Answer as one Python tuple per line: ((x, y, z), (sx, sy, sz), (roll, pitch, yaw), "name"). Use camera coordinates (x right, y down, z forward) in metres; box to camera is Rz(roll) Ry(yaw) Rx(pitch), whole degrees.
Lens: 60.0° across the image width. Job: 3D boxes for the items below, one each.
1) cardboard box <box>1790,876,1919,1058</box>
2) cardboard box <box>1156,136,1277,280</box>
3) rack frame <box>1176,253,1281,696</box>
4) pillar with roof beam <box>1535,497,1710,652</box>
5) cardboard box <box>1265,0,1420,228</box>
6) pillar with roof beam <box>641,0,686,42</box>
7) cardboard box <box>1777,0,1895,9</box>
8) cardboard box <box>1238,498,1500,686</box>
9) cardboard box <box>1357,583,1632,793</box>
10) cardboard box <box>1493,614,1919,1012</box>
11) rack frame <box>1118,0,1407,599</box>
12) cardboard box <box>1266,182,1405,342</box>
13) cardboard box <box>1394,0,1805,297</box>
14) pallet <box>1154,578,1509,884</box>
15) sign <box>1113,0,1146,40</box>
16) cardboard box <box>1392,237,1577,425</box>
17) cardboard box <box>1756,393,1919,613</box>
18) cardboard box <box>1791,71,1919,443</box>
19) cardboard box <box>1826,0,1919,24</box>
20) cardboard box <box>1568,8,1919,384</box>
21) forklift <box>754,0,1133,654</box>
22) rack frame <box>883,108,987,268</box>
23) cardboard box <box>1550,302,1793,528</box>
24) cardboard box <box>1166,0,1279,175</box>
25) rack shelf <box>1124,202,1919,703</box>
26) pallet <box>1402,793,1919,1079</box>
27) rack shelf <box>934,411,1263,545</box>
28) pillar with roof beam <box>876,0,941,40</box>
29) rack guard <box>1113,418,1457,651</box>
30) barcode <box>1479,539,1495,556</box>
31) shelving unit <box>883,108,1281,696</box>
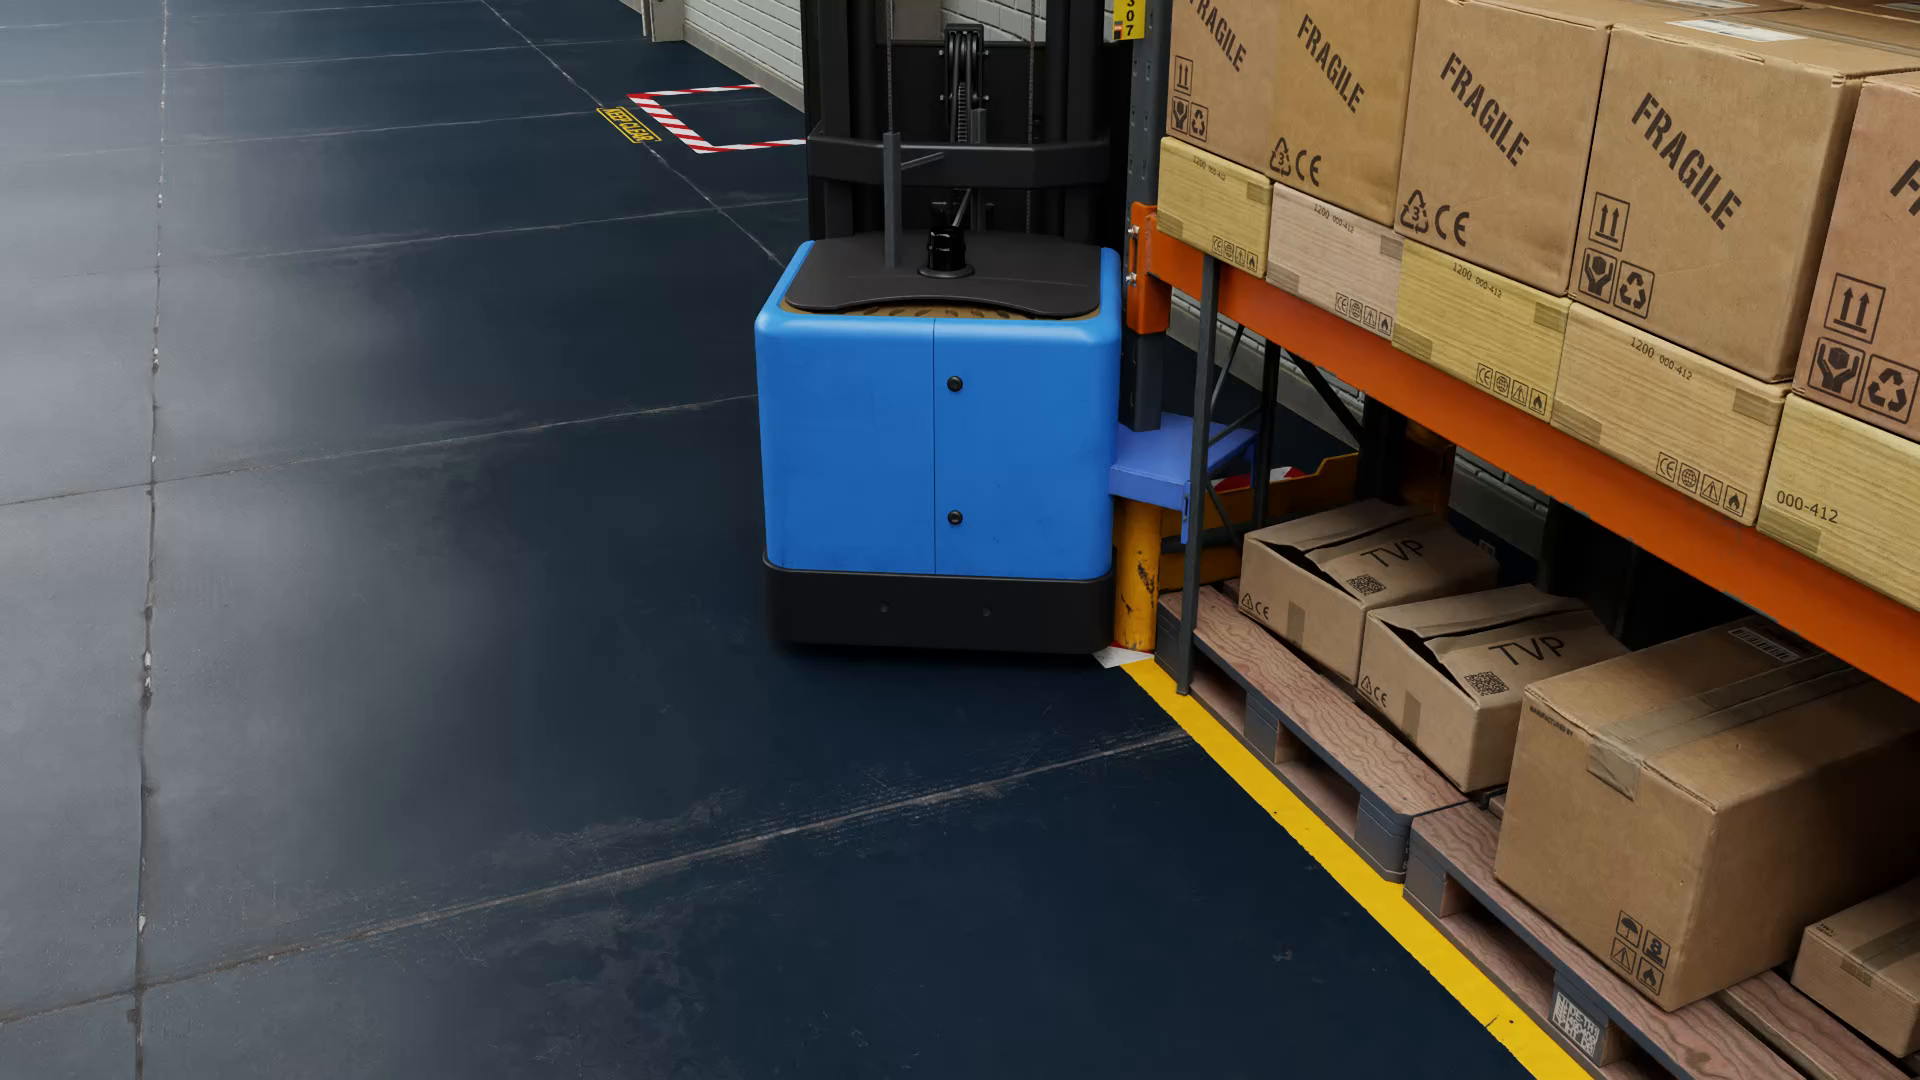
((1.914, 0.849, 3.341), (0.380, 0.149, 0.250), (-13, 29, -25), "cardboard box")
((0.855, -0.891, 4.303), (0.500, 0.250, 0.500), (-11, 28, -22), "cardboard box")
((0.779, -0.321, 4.702), (0.032, 1.500, 0.500), (15, 28, 30), "rack frame")
((-1.935, -3.023, 1.684), (9.100, 9.000, 0.400), (-11, 28, -21), "pillar with roof beam")
((1.051, -1.033, 3.741), (0.500, 0.500, 0.500), (-10, 28, -20), "cardboard box")
((-6.635, -7.867, 11.606), (9.100, 9.000, 0.400), (-11, 28, -21), "pillar with roof beam")
((1.731, -0.912, 3.493), (0.500, 0.500, 0.500), (-11, 28, -22), "cardboard box")
((1.144, 0.105, 4.680), (0.500, 0.311, 0.500), (-14, 29, -26), "cardboard box")
((1.367, 0.335, 4.208), (0.500, 0.311, 0.500), (-8, 27, -16), "cardboard box")
((1.609, 0.555, 3.543), (0.700, 0.500, 0.500), (-12, 29, -24), "cardboard box")
((0.956, -1.200, 4.790), (1.000, 3.000, 0.127), (-11, 28, -21), "rack frame")
((1.071, -0.683, 3.879), (0.500, 0.250, 0.500), (-11, 28, -22), "cardboard box")
((1.247, -0.824, 3.312), (0.500, 0.500, 0.500), (-12, 28, -22), "cardboard box")
((1.271, 0.417, 4.655), (1.003, 0.211, 1.213), (-11, 28, -21), "pallet")
((0.457, -1.496, 4.409), (0.100, 0.325, 0.005), (-11, 28, -21), "sign")
((1.265, -0.477, 3.456), (0.500, 0.250, 0.500), (-11, 28, -21), "cardboard box")
((1.659, -0.069, 2.621), (0.500, 0.250, 0.500), (-11, 28, -21), "cardboard box")
((1.665, -0.408, 2.459), (0.500, 0.500, 0.500), (-11, 28, -22), "cardboard box")
((1.928, -0.709, 3.077), (0.500, 0.500, 0.500), (-10, 28, -20), "cardboard box")
((1.460, -0.617, 2.889), (0.500, 0.500, 0.500), (-10, 28, -19), "cardboard box")
((0.052, -1.592, 5.671), (1.130, 2.935, 3.031), (2, 26, 4), "forklift")
((-0.069, -0.552, 5.213), (0.032, 1.500, 0.500), (15, 28, 30), "rack frame")
((1.461, -0.272, 3.037), (0.500, 0.250, 0.500), (-10, 28, -20), "cardboard box")
((0.866, -1.235, 4.153), (0.500, 0.500, 0.500), (-11, 28, -21), "cardboard box")
((1.739, -0.070, 3.294), (1.077, 0.370, 4.000), (-11, 28, -21), "rack shelf")
((1.745, 0.909, 3.648), (1.003, 0.211, 1.213), (-11, 28, -21), "pallet")
((0.355, -0.273, 5.031), (1.000, 0.185, 0.538), (15, 28, 30), "rack shelf")
((-4.285, -5.445, 6.645), (9.100, 9.000, 0.400), (-11, 28, -21), "pillar with roof beam")
((0.986, -0.047, 5.276), (1.175, 0.500, 0.348), (-11, 28, -21), "rack guard")
((1.519, 0.039, 4.803), (0.001, 0.075, 0.075), (-11, 28, -21), "barcode")
((0.355, -0.437, 4.958), (1.048, 1.500, 0.538), (15, 28, 30), "shelving unit")
